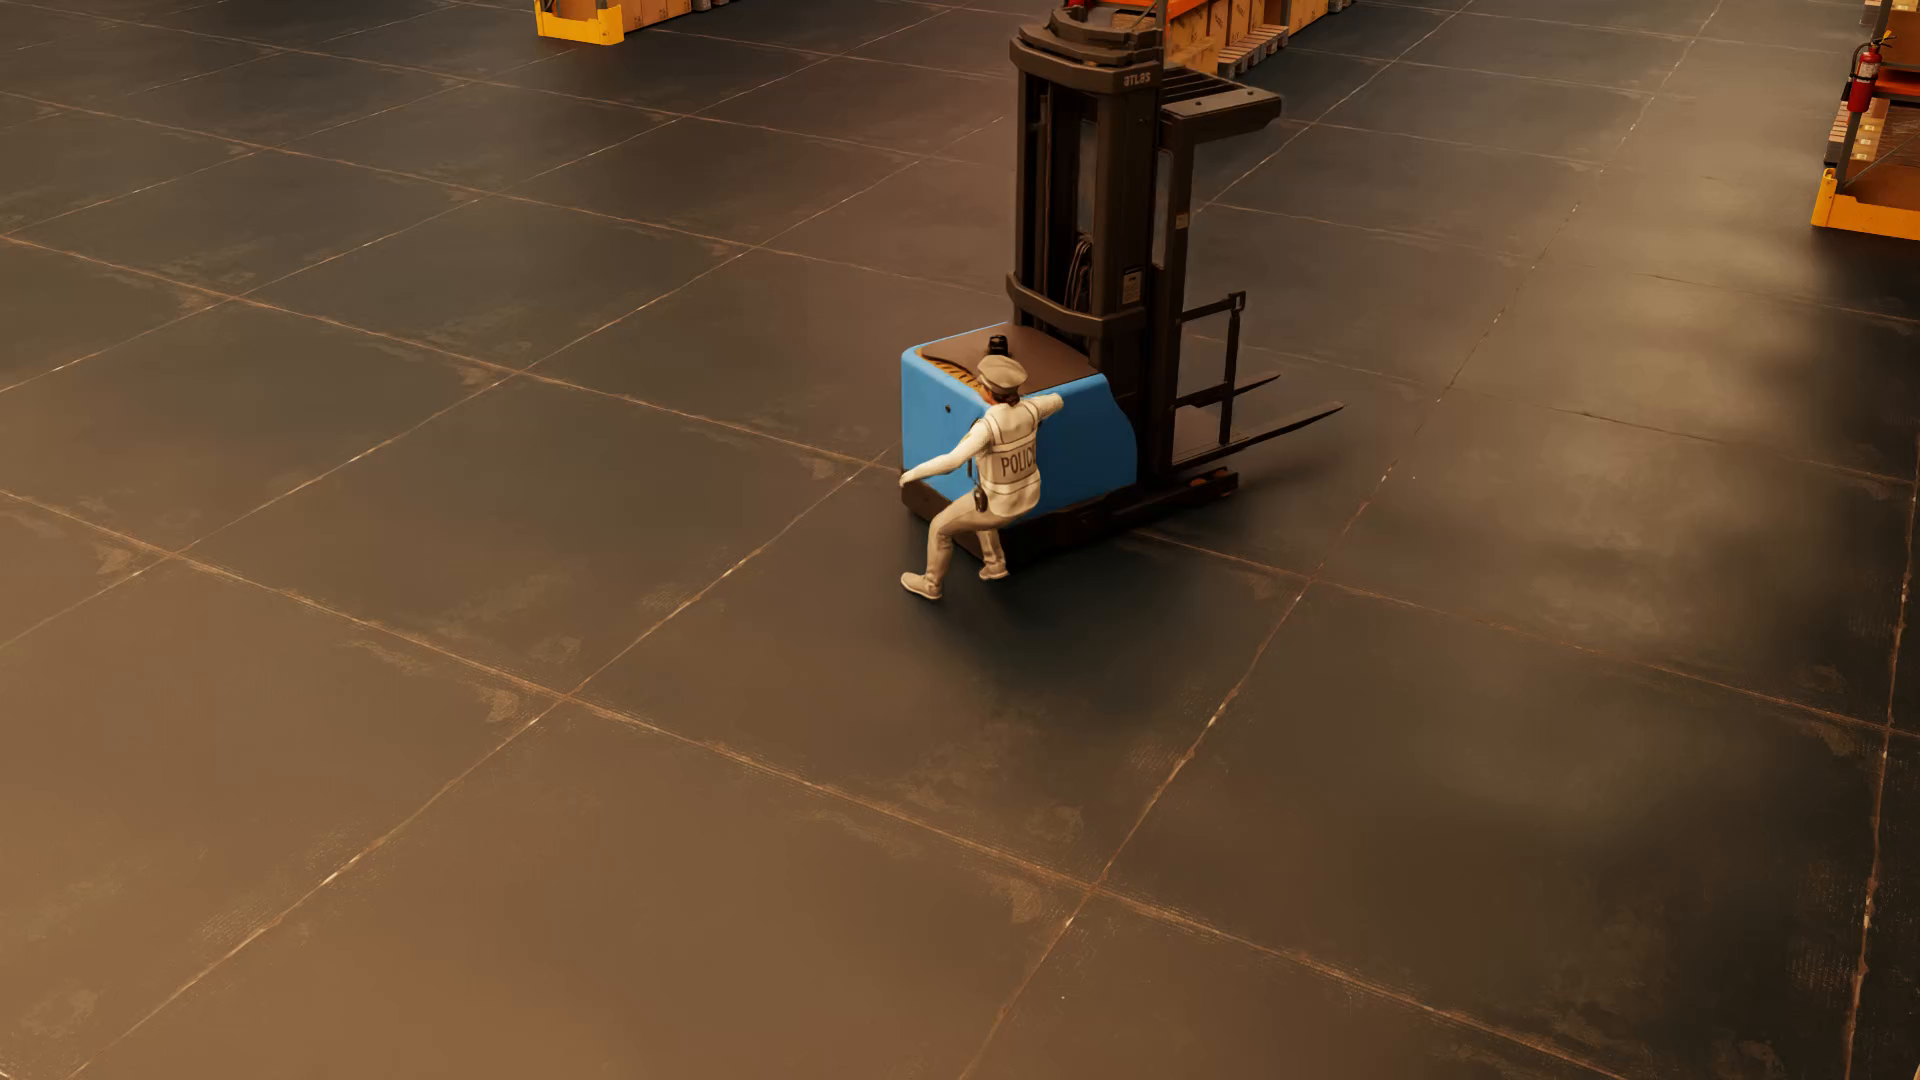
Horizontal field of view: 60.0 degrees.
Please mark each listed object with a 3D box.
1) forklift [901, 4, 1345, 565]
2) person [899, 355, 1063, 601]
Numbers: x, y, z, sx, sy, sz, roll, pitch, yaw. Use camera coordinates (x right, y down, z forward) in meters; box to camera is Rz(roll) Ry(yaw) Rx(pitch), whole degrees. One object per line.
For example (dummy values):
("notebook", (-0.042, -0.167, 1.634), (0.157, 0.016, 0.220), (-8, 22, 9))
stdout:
("forklift", (1.140, -1.686, 9.992), (3.031, 2.935, 1.130), (-19, 35, -29))
("person", (0.057, -0.335, 9.049), (0.990, 1.523, 0.766), (-24, 38, -35))
